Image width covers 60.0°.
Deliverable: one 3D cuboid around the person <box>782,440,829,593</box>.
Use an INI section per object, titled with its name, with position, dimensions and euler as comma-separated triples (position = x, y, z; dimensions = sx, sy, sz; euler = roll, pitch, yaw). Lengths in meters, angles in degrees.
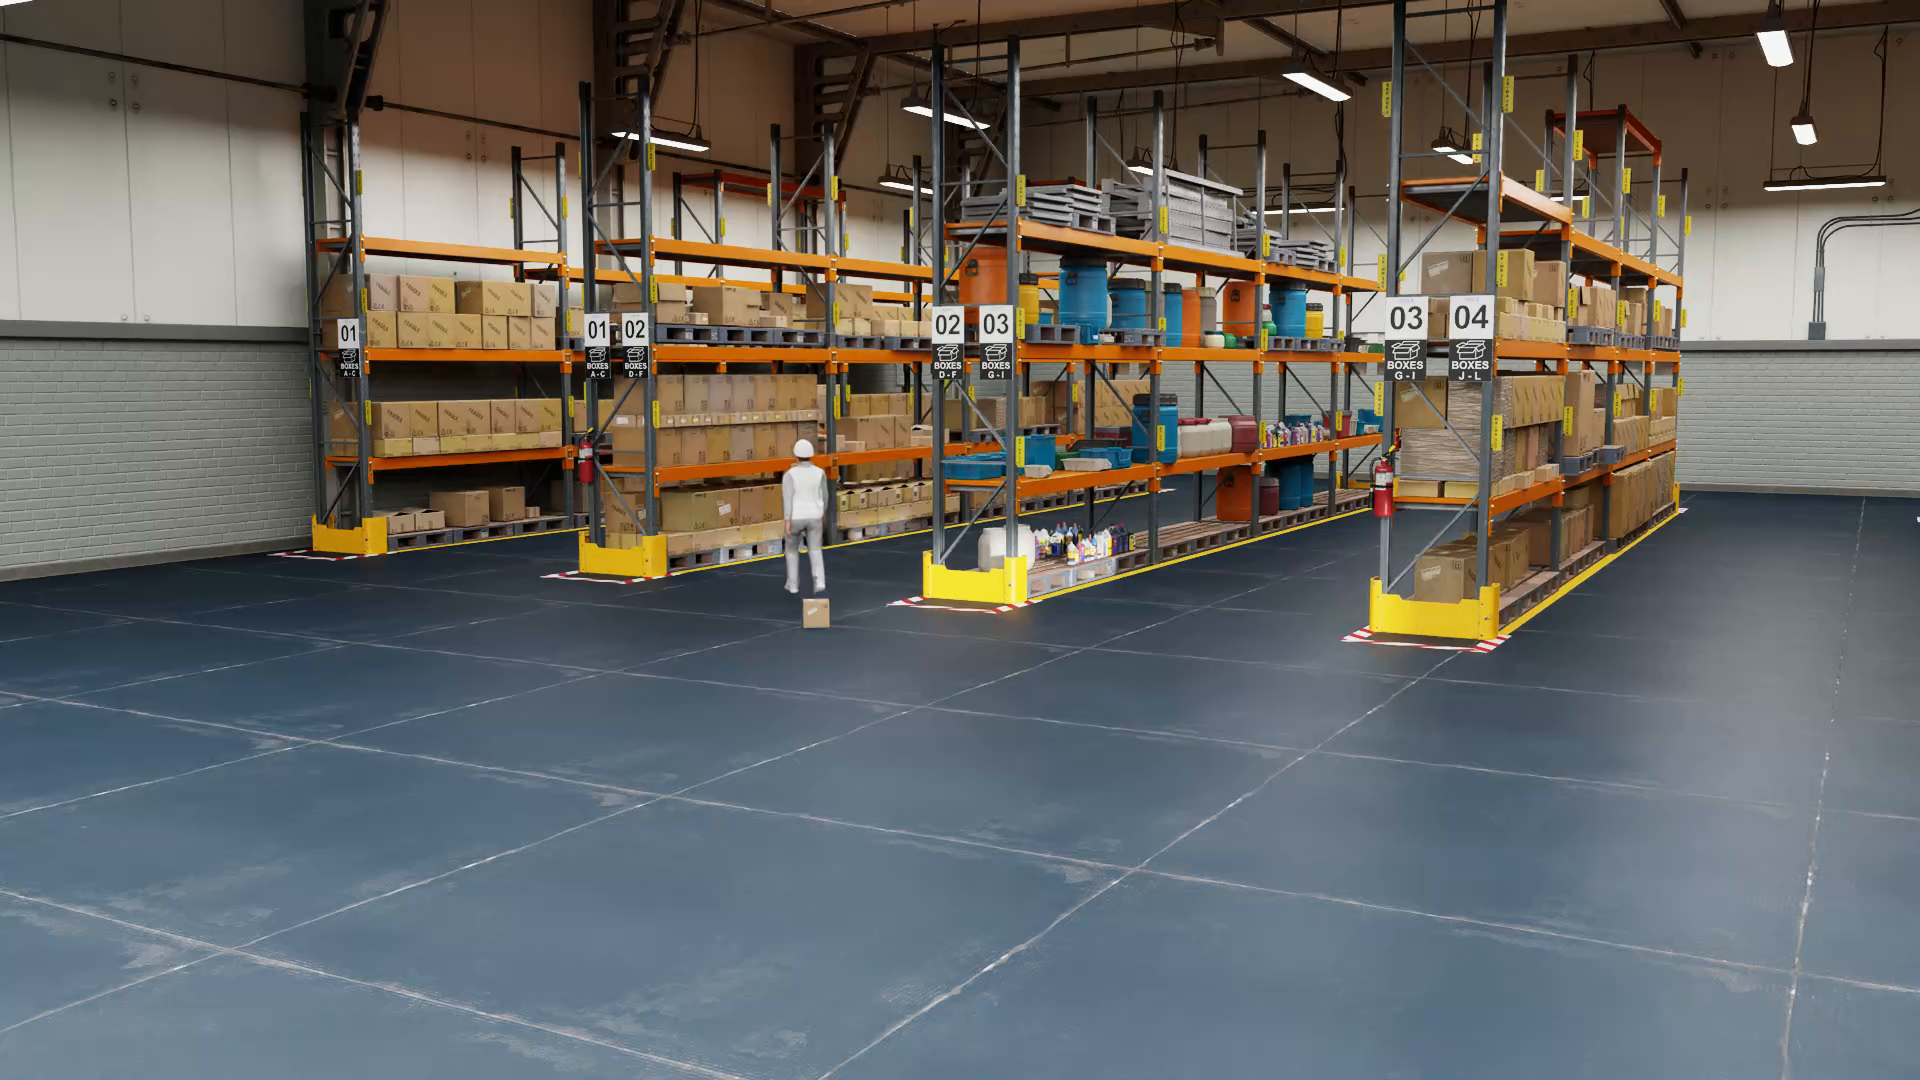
[person]
position = -1.717, -0.249, 18.435
dimensions = 0.539, 1.733, 0.969
euler = -2, 6, -16
